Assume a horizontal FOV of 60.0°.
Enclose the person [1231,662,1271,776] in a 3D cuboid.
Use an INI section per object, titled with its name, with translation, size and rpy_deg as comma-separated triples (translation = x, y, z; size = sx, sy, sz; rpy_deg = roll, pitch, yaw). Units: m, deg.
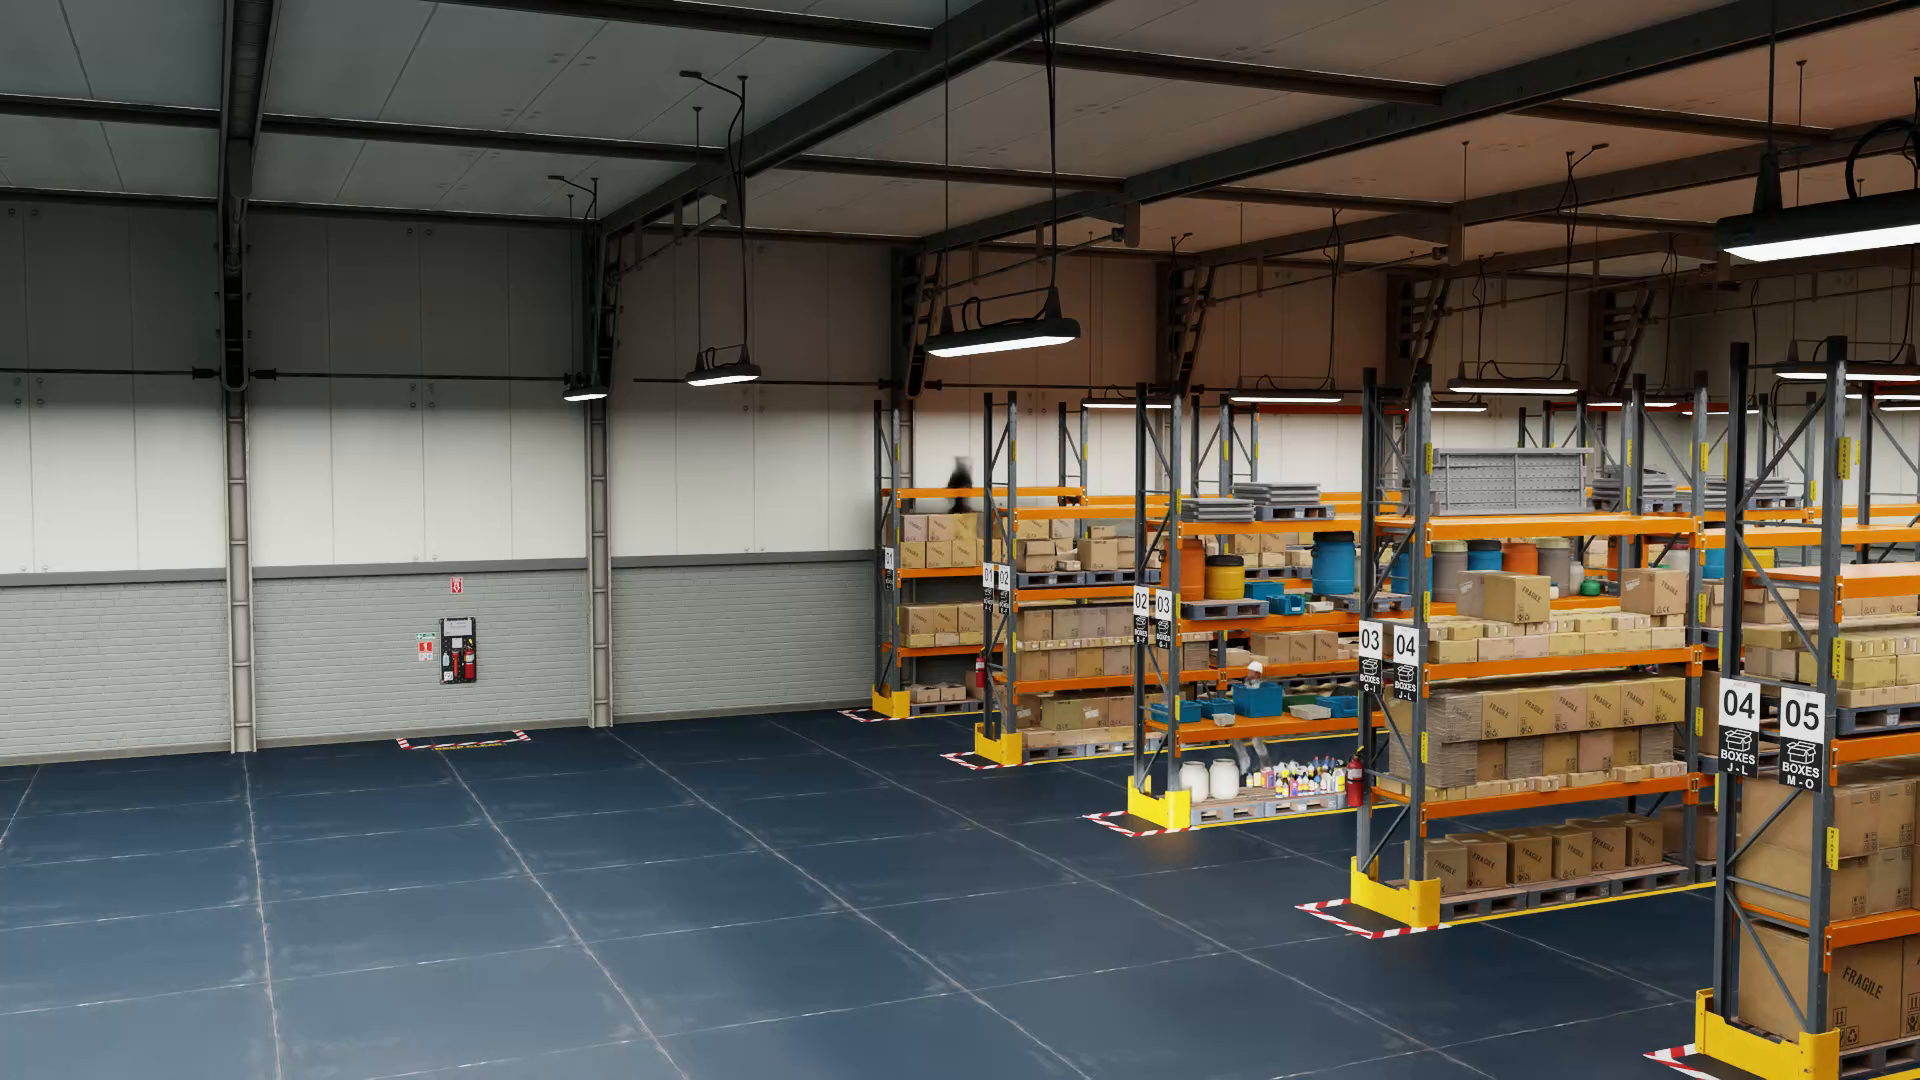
[person]
translation = 4.519, 2.784, 25.793
size = 0.725, 1.799, 0.612
rpy_deg = -2, 4, -35
